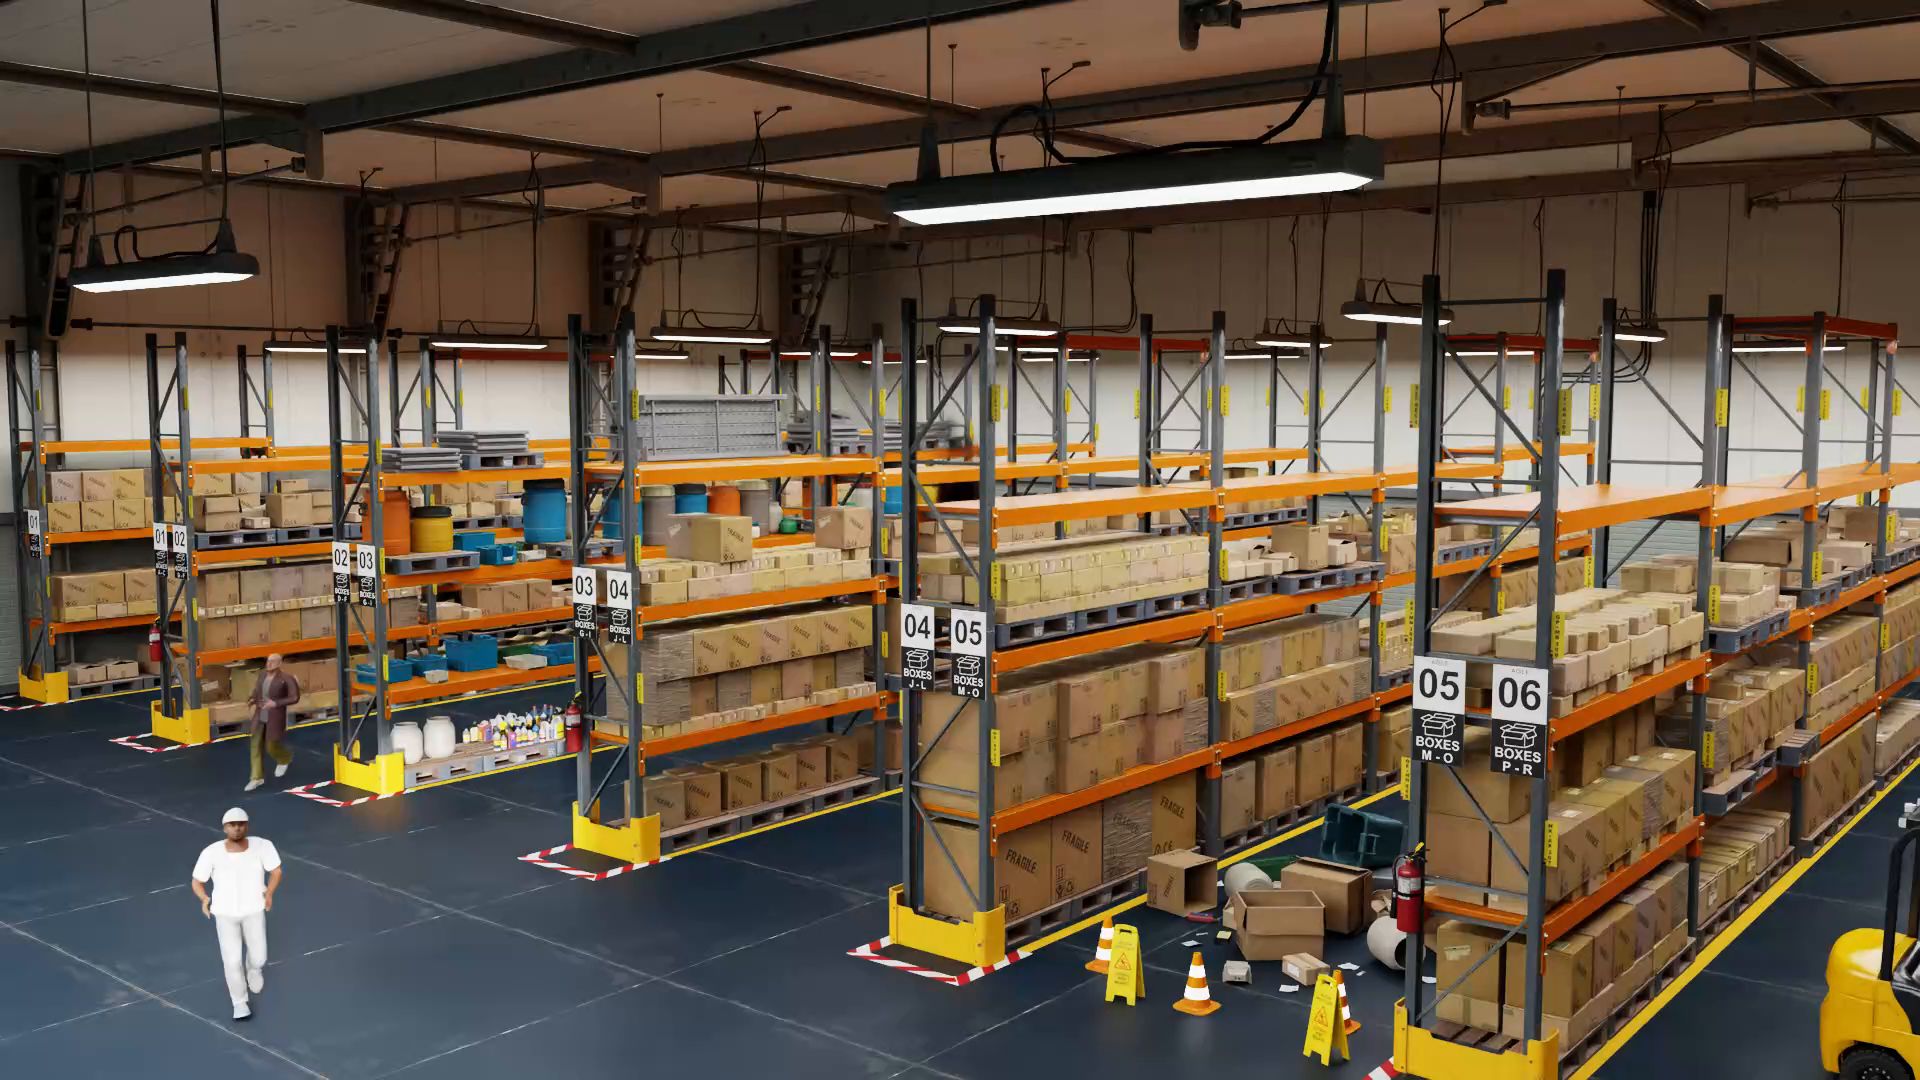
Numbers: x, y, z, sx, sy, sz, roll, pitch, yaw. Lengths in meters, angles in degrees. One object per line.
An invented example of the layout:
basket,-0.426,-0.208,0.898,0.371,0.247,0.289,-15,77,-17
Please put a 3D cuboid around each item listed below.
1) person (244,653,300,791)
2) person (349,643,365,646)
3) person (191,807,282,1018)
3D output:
person,-8.975,2.355,21.813,0.745,1.773,0.931,1,5,13
person,-10.588,1.667,29.270,0.642,1.765,0.907,3,6,30
person,-5.991,3.068,13.814,0.697,1.714,0.598,-2,6,-25
